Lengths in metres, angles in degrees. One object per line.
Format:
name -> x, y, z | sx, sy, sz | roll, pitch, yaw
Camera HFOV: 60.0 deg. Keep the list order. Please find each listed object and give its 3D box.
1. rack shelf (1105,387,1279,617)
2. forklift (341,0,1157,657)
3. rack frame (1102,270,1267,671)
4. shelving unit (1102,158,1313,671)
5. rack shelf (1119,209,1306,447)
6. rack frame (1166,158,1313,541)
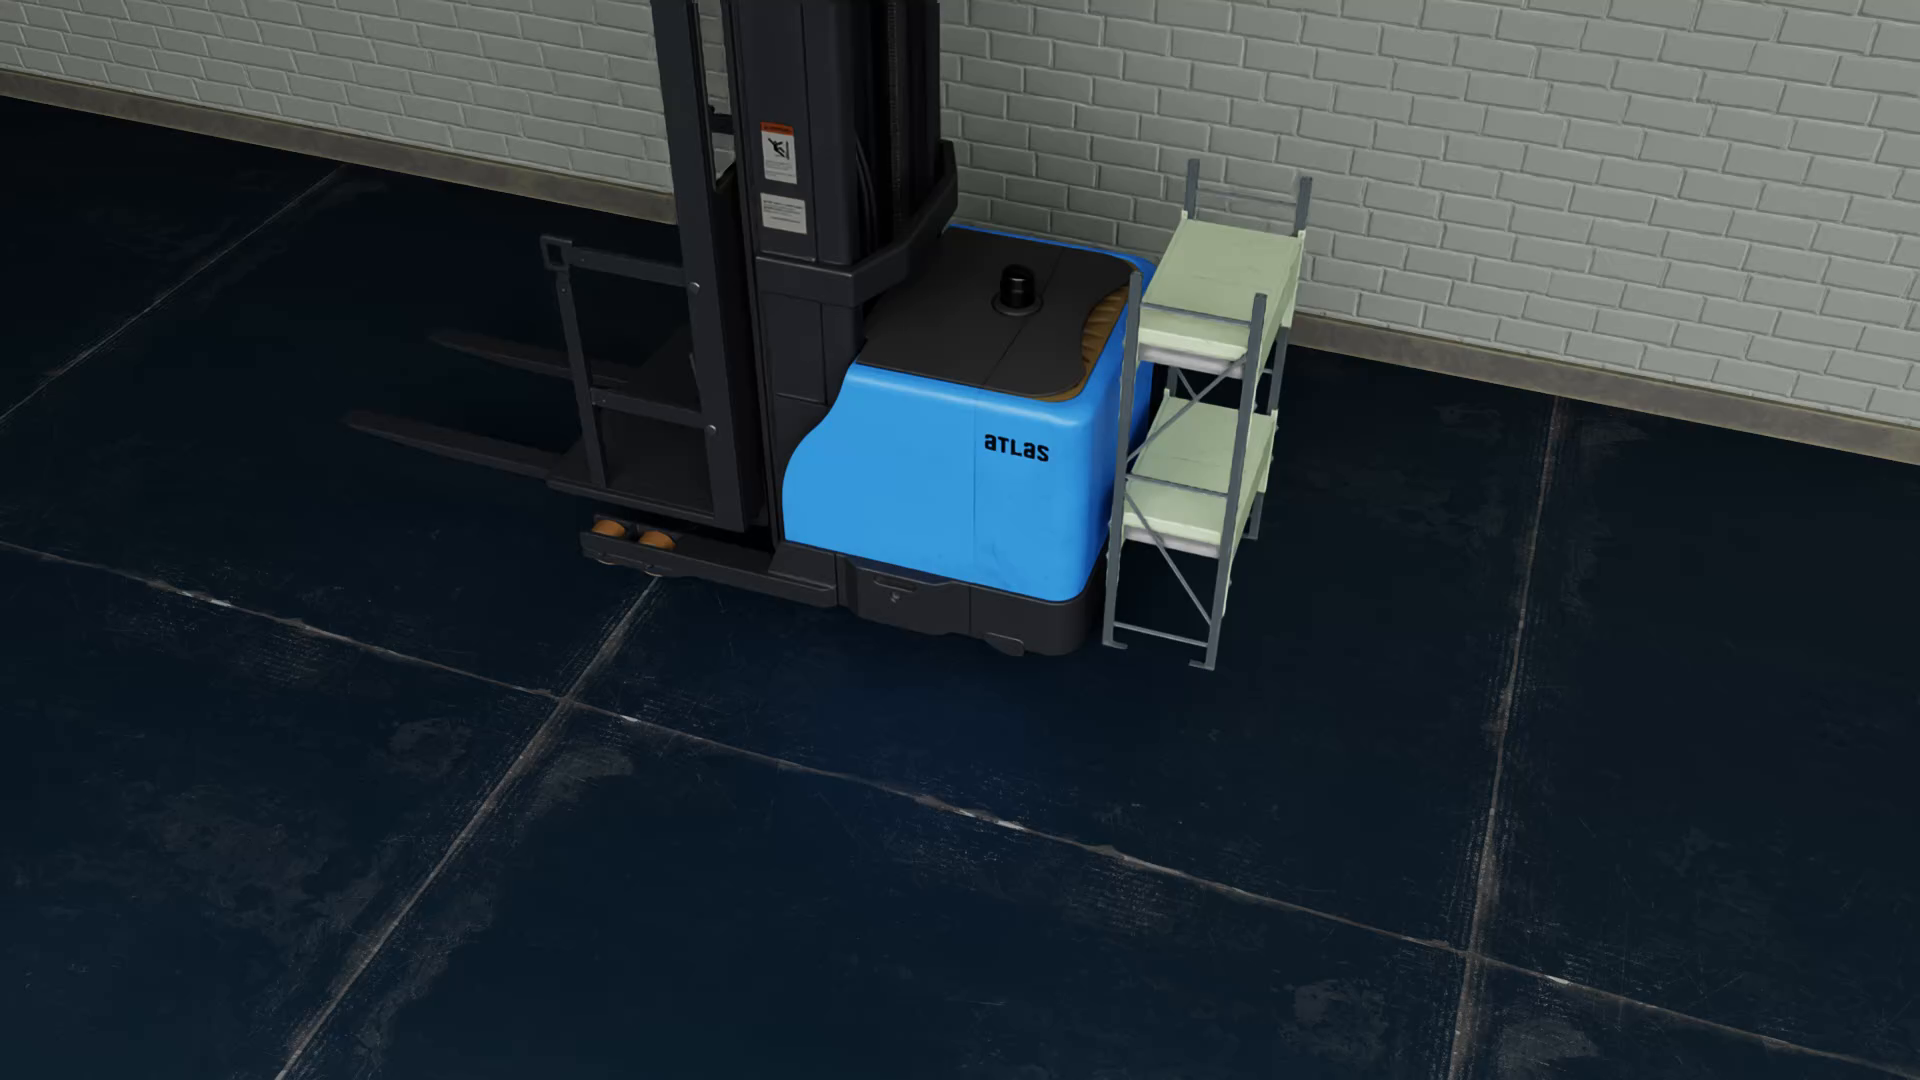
rack shelf -> 0.809, -0.145, 5.767 | 0.431, 0.370, 0.720 | 13, 42, 15
forklift -> -0.866, -1.291, 5.505 | 3.031, 2.935, 1.130 | 13, 42, 15
rack frame -> 0.689, -0.169, 5.292 | 0.400, 1.500, 0.023 | 13, 42, 15
shelving unit -> 0.809, -0.393, 5.555 | 0.431, 1.500, 0.755 | 13, 42, 15
rack shelf -> 0.809, -0.690, 5.302 | 0.431, 0.370, 0.720 | 13, 42, 15
rack frame -> 0.930, -0.617, 5.818 | 0.400, 1.500, 0.023 | 13, 42, 15
